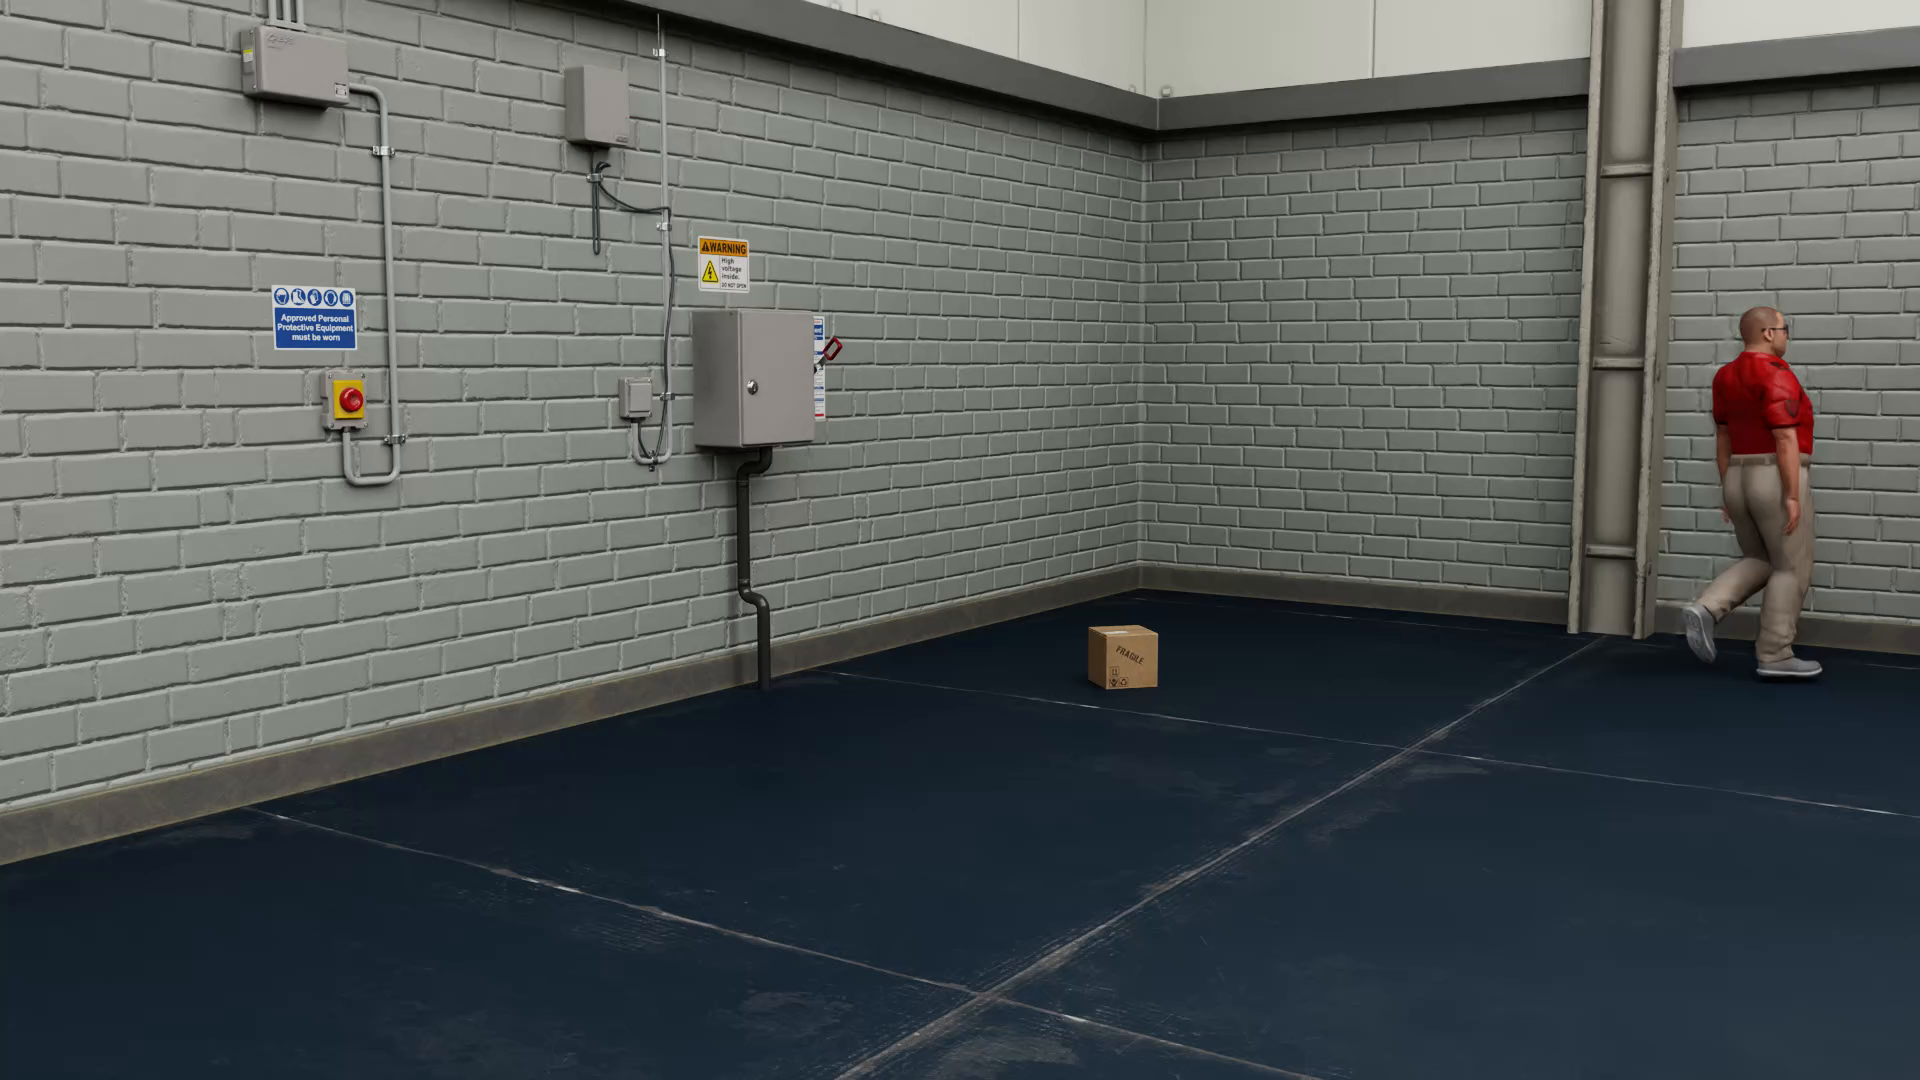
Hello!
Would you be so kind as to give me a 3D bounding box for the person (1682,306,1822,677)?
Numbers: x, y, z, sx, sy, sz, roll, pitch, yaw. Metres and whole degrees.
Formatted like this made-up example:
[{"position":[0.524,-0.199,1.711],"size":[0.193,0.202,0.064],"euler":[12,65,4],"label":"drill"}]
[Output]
[{"position":[3.733,-0.224,7.736],"size":[0.565,1.709,0.543],"euler":[-1,6,-12],"label":"person"}]
